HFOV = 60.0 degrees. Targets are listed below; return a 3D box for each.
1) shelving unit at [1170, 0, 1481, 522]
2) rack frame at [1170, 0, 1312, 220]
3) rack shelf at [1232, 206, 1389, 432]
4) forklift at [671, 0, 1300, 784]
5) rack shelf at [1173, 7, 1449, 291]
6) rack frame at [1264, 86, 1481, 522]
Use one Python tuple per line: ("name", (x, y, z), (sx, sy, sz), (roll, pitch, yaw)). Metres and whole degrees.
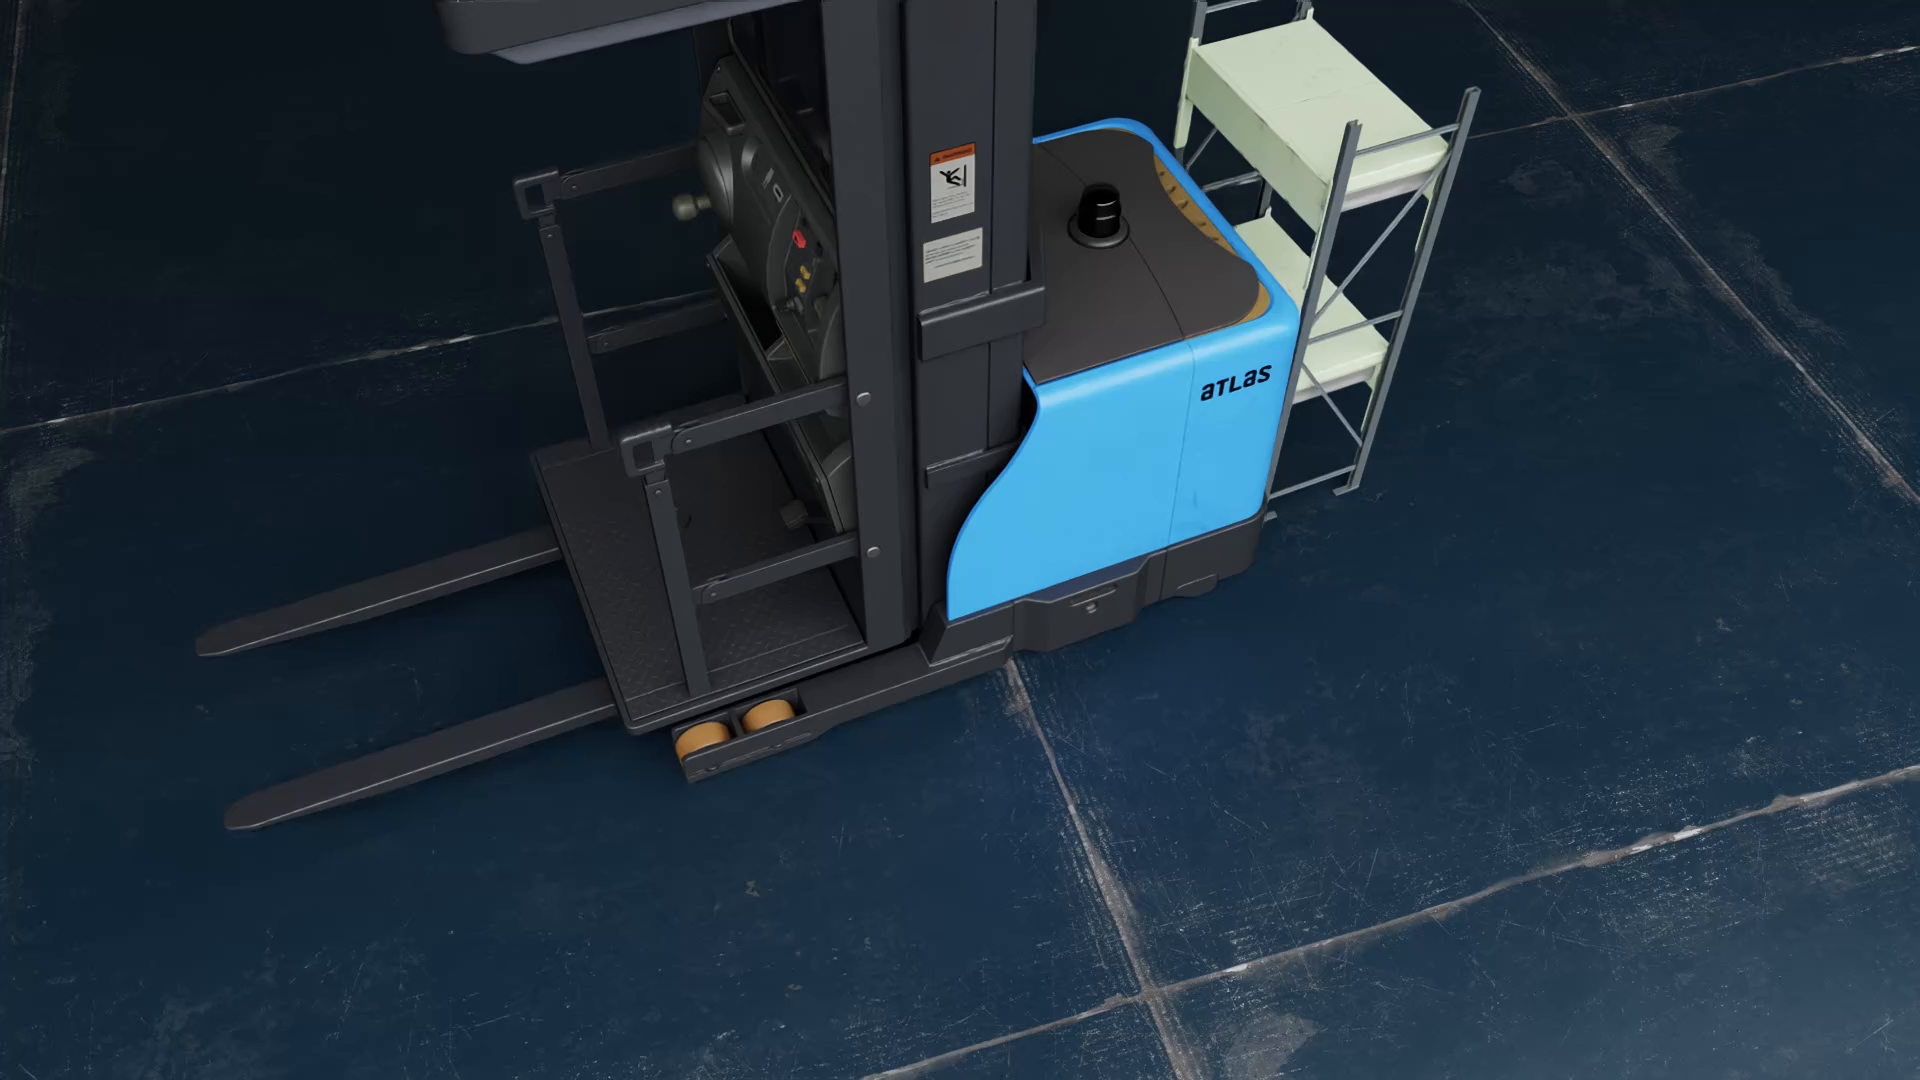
("shelving unit", (0.971, -0.859, 4.983), (0.431, 1.500, 0.755), (-19, 52, -17))
("rack frame", (0.814, -1.112, 5.196), (0.400, 1.500, 0.023), (-19, 52, -17))
("rack shelf", (0.962, -0.645, 5.230), (0.431, 0.370, 0.720), (-19, 52, -17))
("forklift", (-0.650, -0.739, 3.956), (3.031, 2.935, 1.130), (-18, 52, -15))
("rack shelf", (0.982, -1.114, 4.689), (0.431, 0.370, 0.720), (-19, 52, -17))
("rack frame", (1.128, -0.606, 4.770), (0.400, 1.500, 0.023), (-19, 52, -17))
